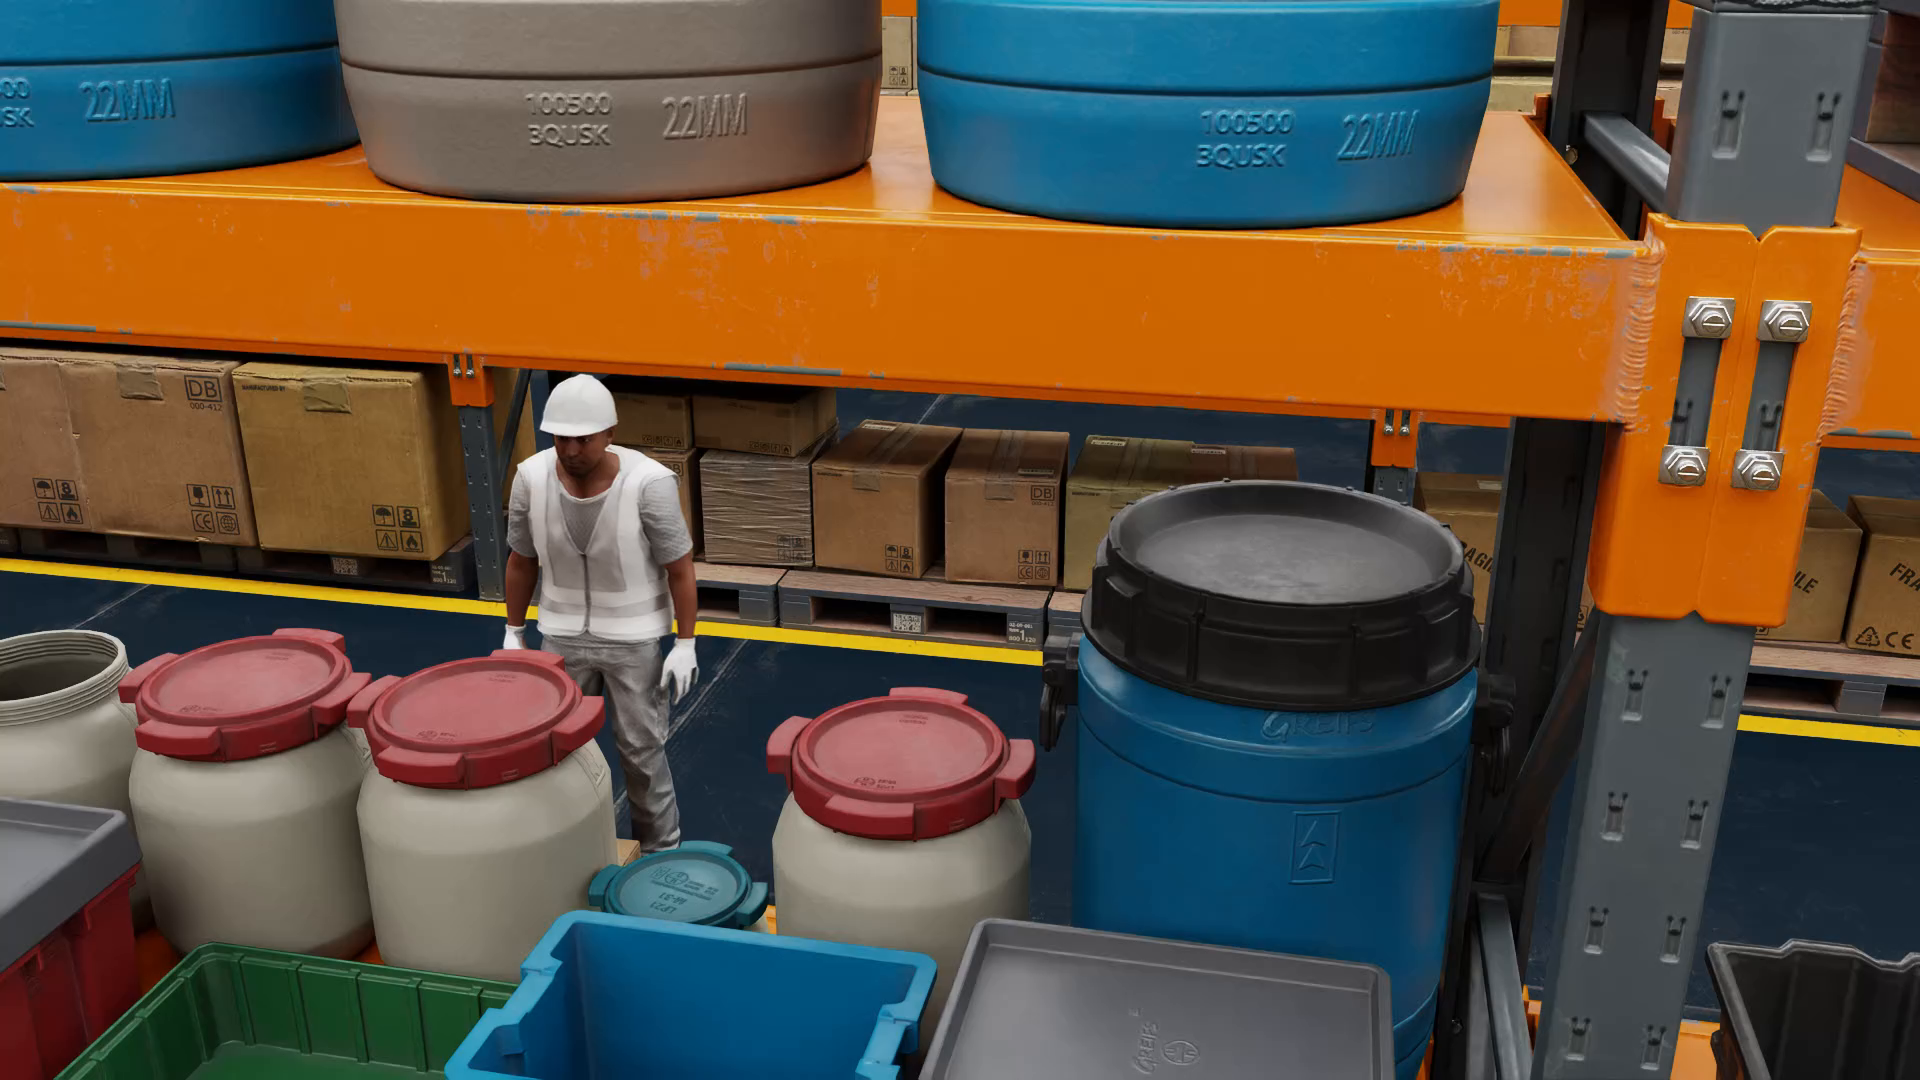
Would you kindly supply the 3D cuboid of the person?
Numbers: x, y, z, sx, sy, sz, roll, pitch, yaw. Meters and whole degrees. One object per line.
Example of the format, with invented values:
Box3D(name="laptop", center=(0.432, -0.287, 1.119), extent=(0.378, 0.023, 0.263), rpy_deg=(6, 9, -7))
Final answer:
Box3D(name="person", center=(-1.127, 0.328, 5.231), extent=(0.631, 1.775, 0.443), rpy_deg=(3, 22, 8))
